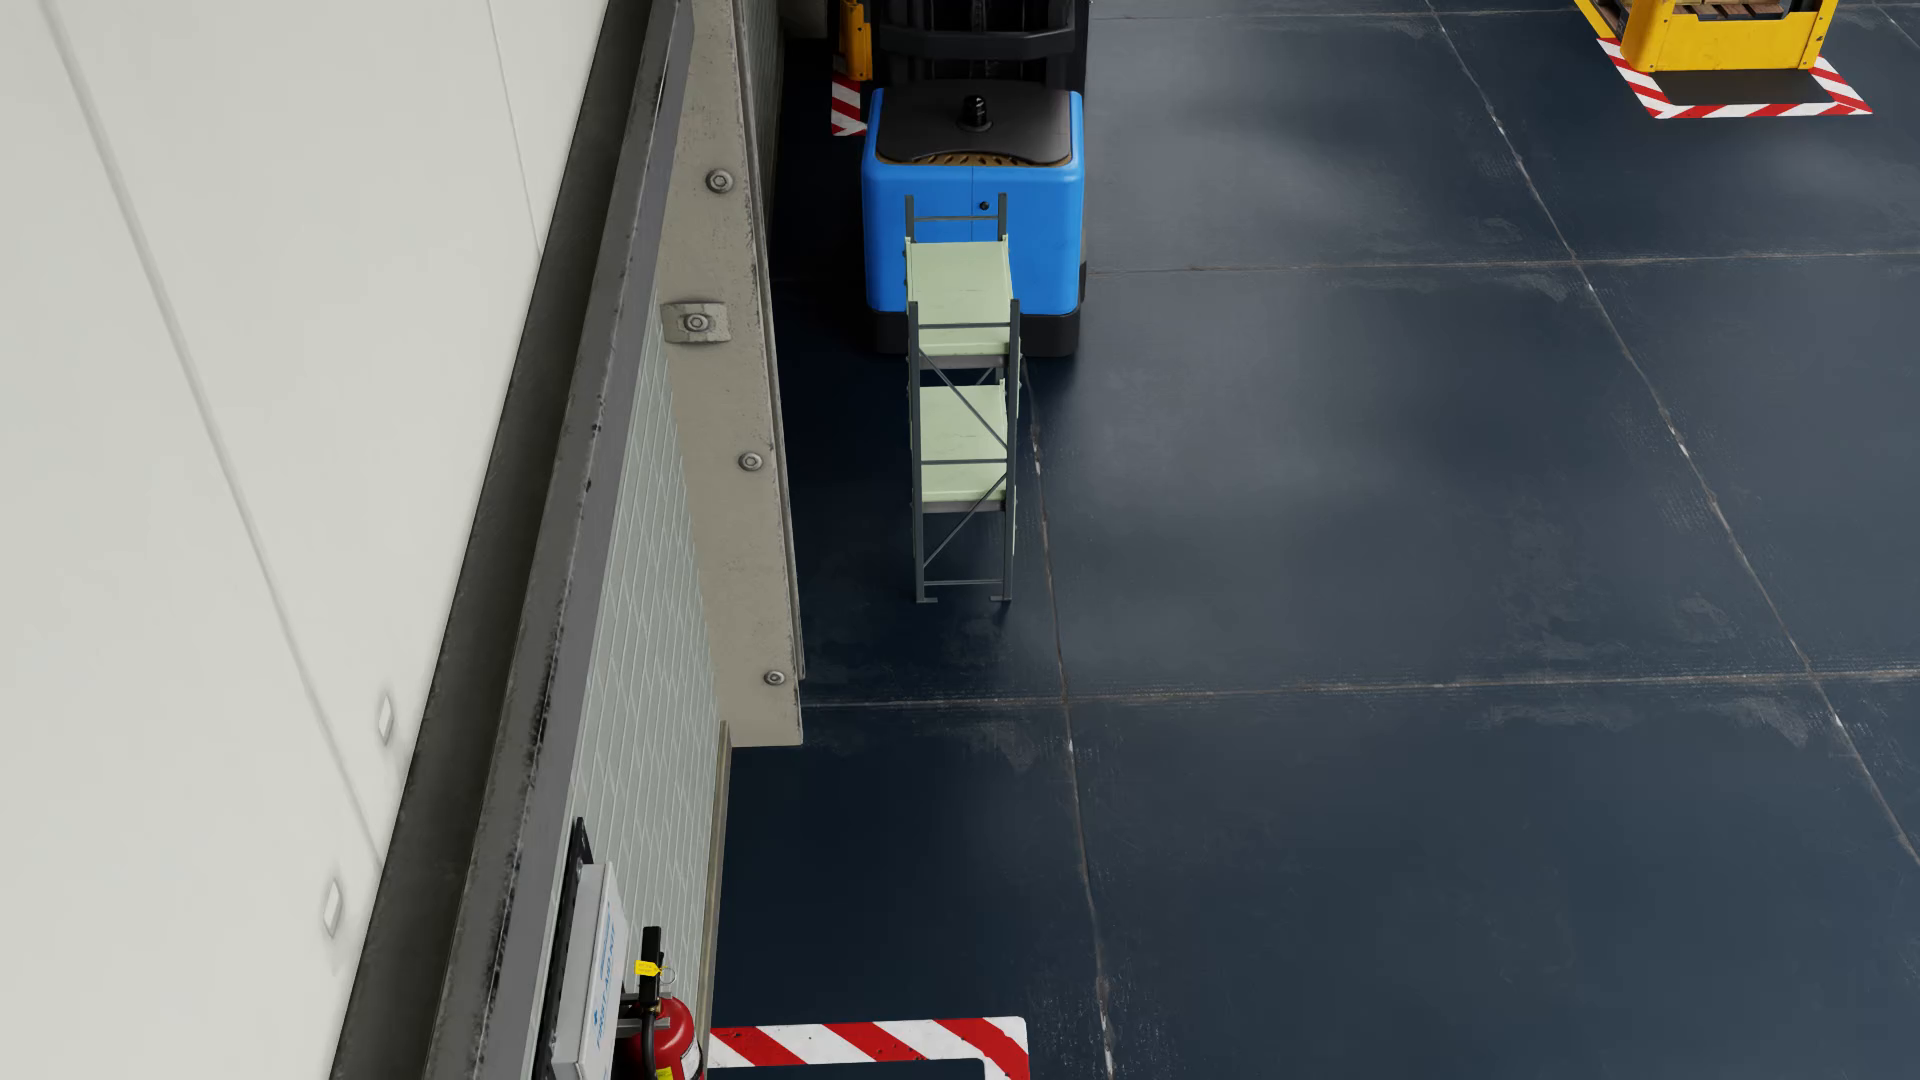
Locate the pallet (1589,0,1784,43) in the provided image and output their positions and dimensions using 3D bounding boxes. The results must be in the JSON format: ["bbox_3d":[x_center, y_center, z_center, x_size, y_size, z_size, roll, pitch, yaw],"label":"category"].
[{"bbox_3d":[4.746,-3.684,11.112,1.003,0.211,1.213,-2,43,-2],"label":"pallet"}]

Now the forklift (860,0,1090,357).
[{"bbox_3d":[0.105,-2.953,8.302,1.130,2.935,3.031,1,43,1],"label":"forklift"}]

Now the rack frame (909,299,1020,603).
[{"bbox_3d":[0.016,-0.301,6.469,0.400,1.500,0.023,-2,43,-2],"label":"rack frame"}]

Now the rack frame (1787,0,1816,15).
[{"bbox_3d":[4.820,-4.197,9.608,1.000,3.000,0.127,-2,43,-2],"label":"rack frame"}]

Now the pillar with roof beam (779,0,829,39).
[{"bbox_3d":[3.278,-6.835,8.047,9.100,9.000,0.400,-2,43,-2],"label":"pillar with roof beam"}]

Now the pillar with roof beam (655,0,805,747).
[{"bbox_3d":[3.533,-2.784,3.628,9.100,9.000,0.400,-2,43,-2],"label":"pillar with roof beam"}]

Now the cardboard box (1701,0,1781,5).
[{"bbox_3d":[5.019,-3.706,10.797,0.500,0.250,0.500,-2,43,-2],"label":"cardboard box"}]

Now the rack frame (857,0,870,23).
[{"bbox_3d":[-0.129,-4.052,9.451,1.000,3.000,0.127,-2,43,-2],"label":"rack frame"}]

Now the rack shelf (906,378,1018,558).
[{"bbox_3d":[0.000,-0.308,6.959,0.431,0.370,0.720,-2,43,-2],"label":"rack shelf"}]

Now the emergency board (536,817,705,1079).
[{"bbox_3d":[-0.702,1.220,3.699,0.194,1.169,0.643,-2,43,-2],"label":"emergency board"}]

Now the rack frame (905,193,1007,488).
[{"bbox_3d":[-0.015,-0.795,7.008,0.400,1.500,0.023,-2,43,-2],"label":"rack frame"}]

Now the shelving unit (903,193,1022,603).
[{"bbox_3d":[0.000,-0.548,6.738,0.431,1.500,0.755,-2,43,-2],"label":"shelving unit"}]

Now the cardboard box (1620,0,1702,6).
[{"bbox_3d":[4.502,-3.691,10.781,0.500,0.250,0.500,-2,43,-2],"label":"cardboard box"}]

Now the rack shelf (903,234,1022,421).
[{"bbox_3d":[0.000,-0.836,6.475,0.431,0.370,0.720,-2,43,-2],"label":"rack shelf"}]

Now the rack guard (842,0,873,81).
[{"bbox_3d":[-0.132,-3.182,10.351,1.175,0.500,0.348,-2,43,-2],"label":"rack guard"}]

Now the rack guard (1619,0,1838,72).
[{"bbox_3d":[4.821,-3.259,10.435,1.175,0.500,0.348,-2,43,-2],"label":"rack guard"}]
